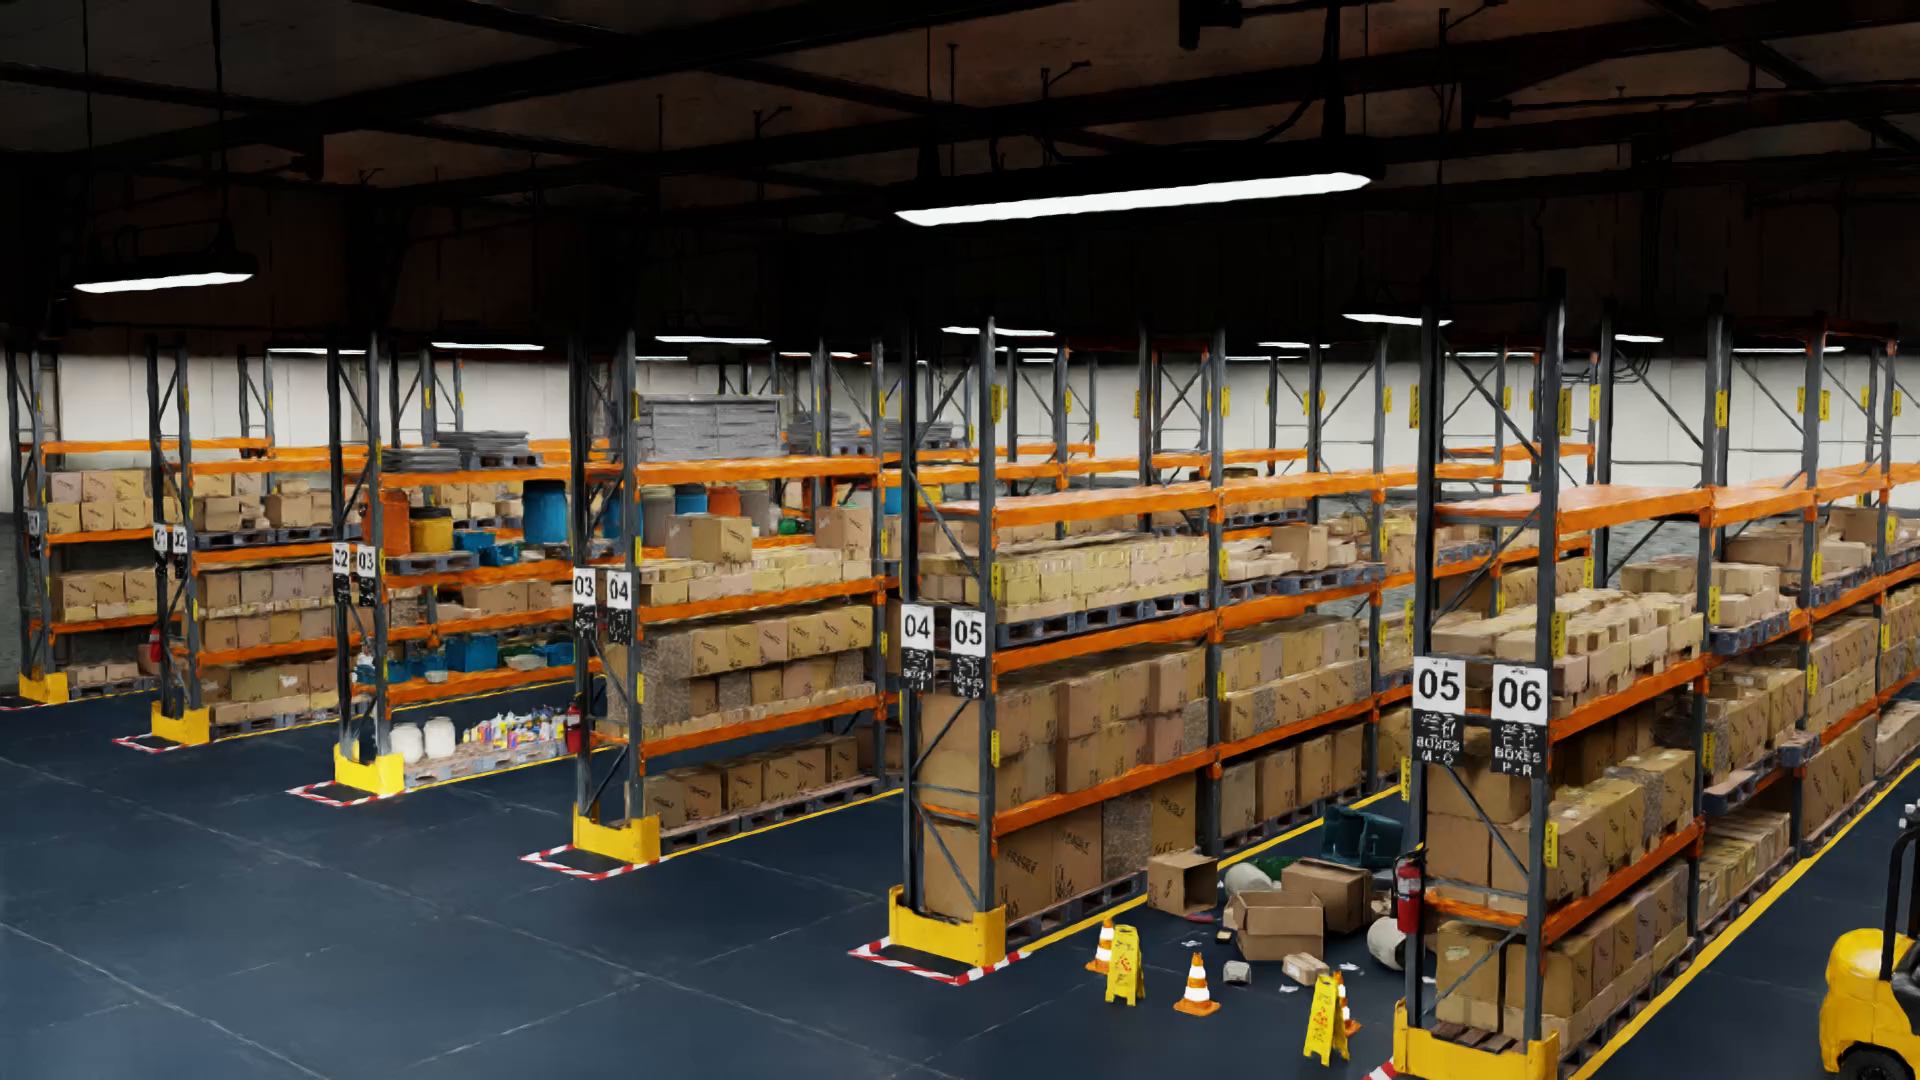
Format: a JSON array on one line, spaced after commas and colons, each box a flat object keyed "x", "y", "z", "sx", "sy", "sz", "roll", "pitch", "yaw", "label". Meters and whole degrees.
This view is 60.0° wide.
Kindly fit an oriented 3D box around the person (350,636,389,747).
[{"x": -8.529, "y": 2.171, "z": 24.304, "sx": 0.637, "sy": 1.602, "sz": 0.807, "roll": 2, "pitch": 6, "yaw": 22, "label": "person"}]
